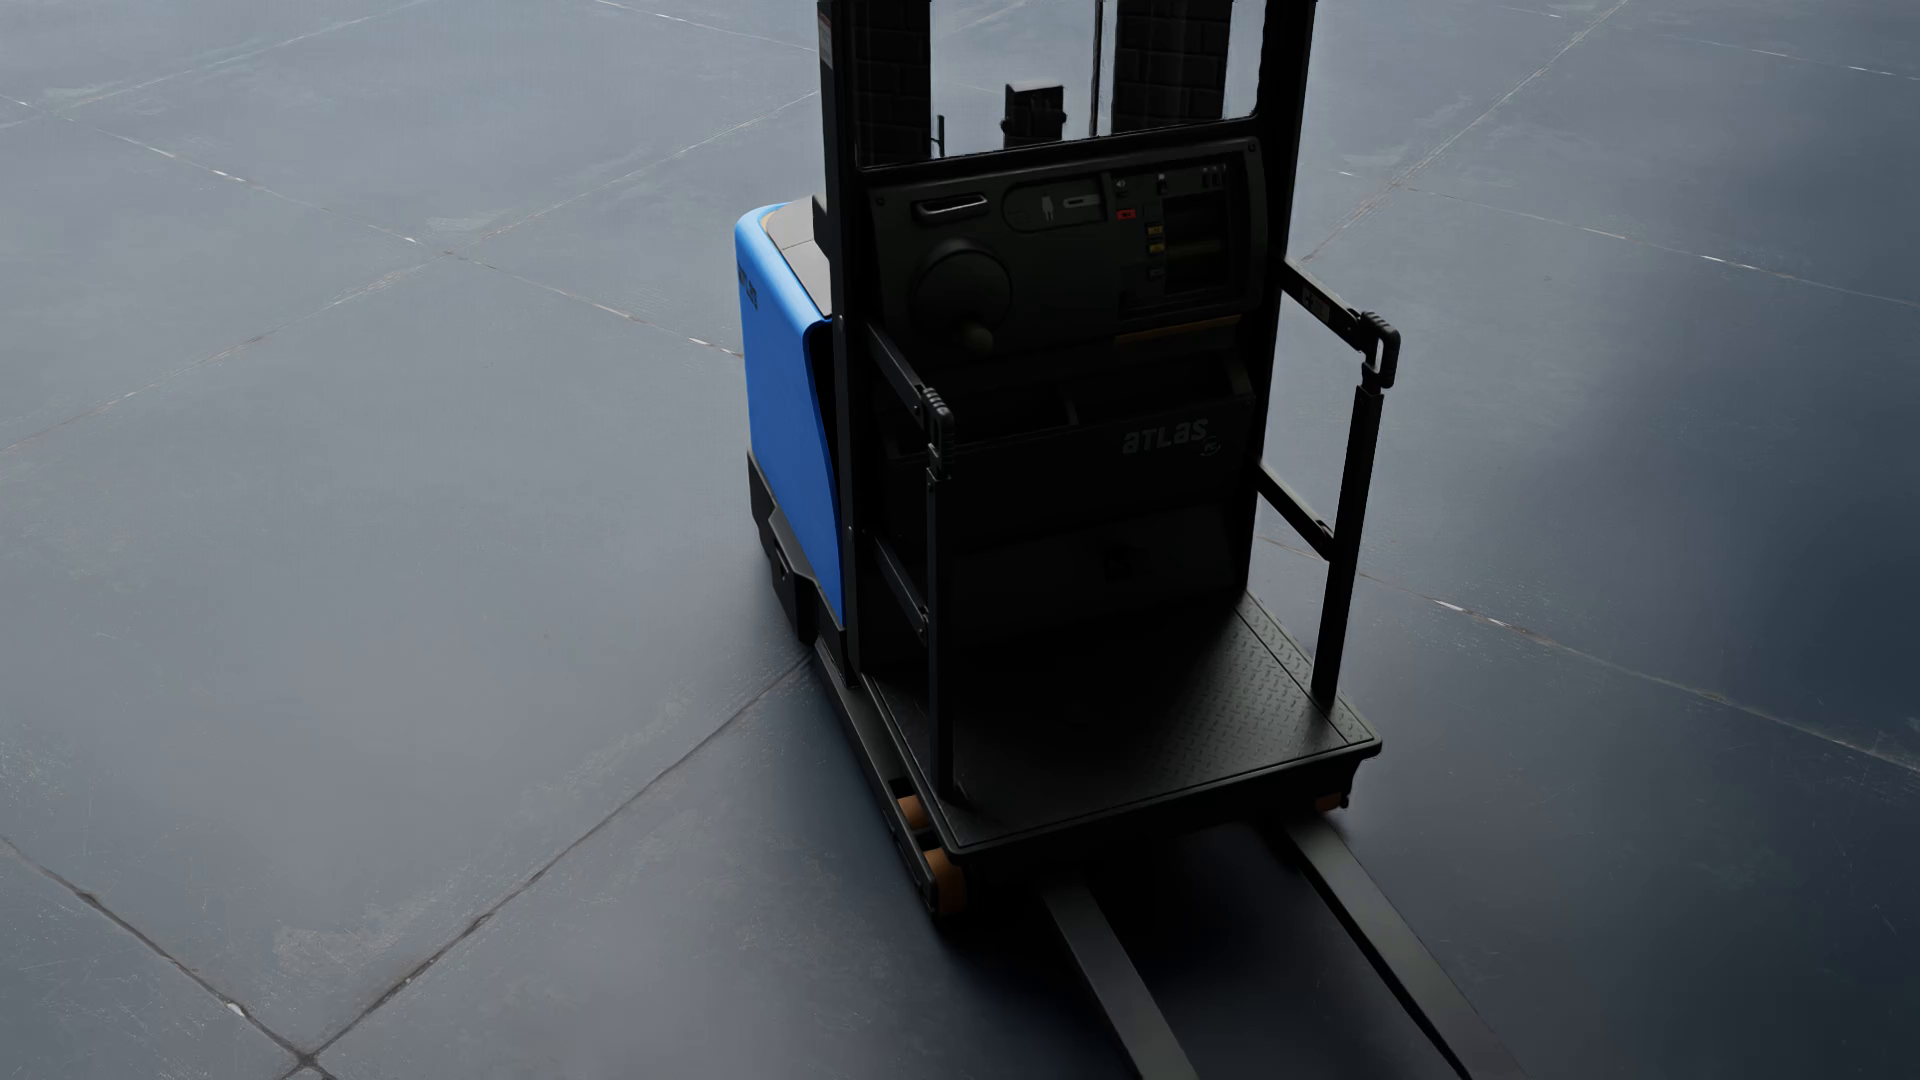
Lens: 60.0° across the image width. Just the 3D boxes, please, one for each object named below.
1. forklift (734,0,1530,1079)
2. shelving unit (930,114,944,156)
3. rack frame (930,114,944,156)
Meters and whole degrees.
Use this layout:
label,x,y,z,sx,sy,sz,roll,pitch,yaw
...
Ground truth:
label,x,y,z,sx,sy,sz,roll,pitch,yaw
forklift,0.329,-0.588,3.503,1.130,2.935,3.031,-12,36,-17
shelving unit,-0.200,-0.771,5.318,0.258,1.200,0.189,20,39,27
rack frame,-0.149,-0.814,5.381,0.240,1.200,0.006,20,39,27
